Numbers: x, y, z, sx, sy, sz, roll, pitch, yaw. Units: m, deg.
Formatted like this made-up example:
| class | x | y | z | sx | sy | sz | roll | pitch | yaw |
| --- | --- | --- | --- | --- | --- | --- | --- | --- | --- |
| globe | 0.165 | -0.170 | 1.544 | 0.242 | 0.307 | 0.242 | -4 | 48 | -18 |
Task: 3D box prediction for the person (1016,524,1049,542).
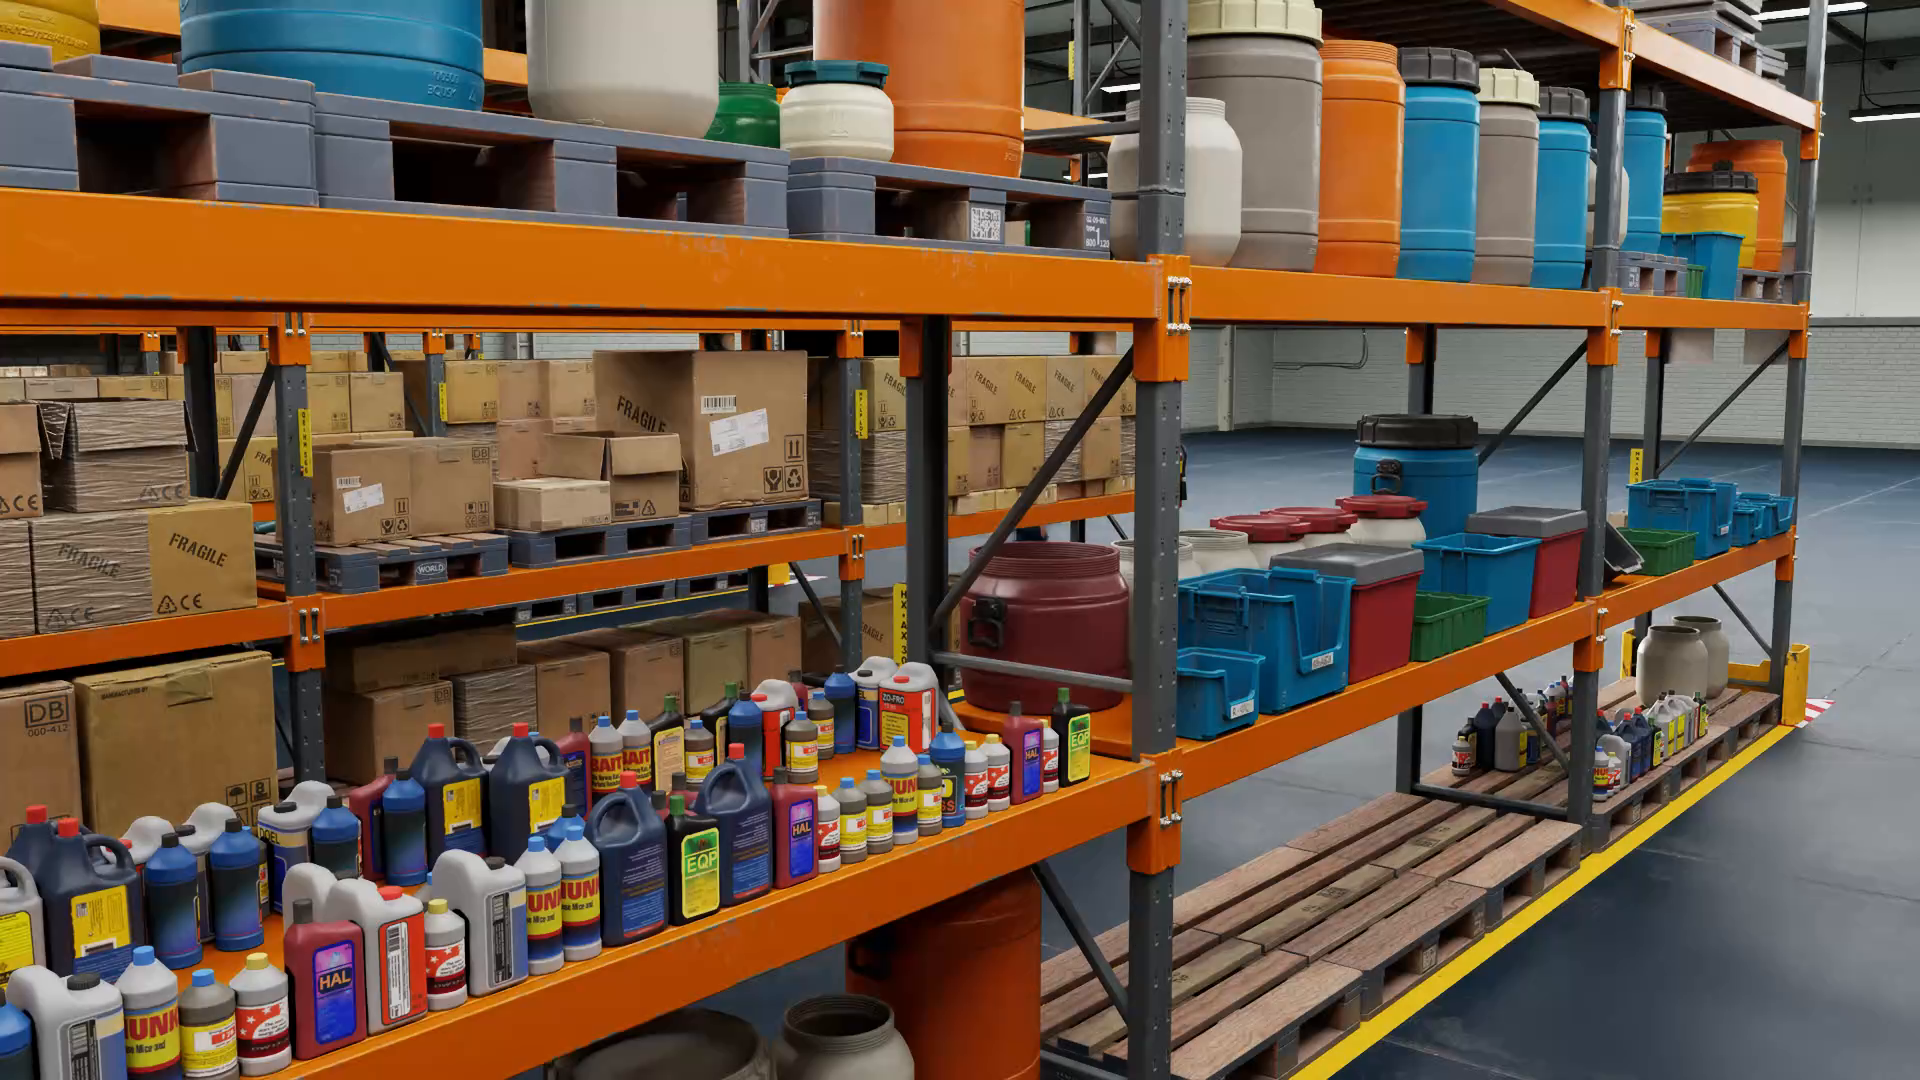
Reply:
| class | x | y | z | sx | sy | sz | roll | pitch | yaw |
| --- | --- | --- | --- | --- | --- | --- | --- | --- | --- |
| person | 0.654 | -0.137 | 16.008 | 0.521 | 1.586 | 0.442 | -3 | 8 | -25 |
